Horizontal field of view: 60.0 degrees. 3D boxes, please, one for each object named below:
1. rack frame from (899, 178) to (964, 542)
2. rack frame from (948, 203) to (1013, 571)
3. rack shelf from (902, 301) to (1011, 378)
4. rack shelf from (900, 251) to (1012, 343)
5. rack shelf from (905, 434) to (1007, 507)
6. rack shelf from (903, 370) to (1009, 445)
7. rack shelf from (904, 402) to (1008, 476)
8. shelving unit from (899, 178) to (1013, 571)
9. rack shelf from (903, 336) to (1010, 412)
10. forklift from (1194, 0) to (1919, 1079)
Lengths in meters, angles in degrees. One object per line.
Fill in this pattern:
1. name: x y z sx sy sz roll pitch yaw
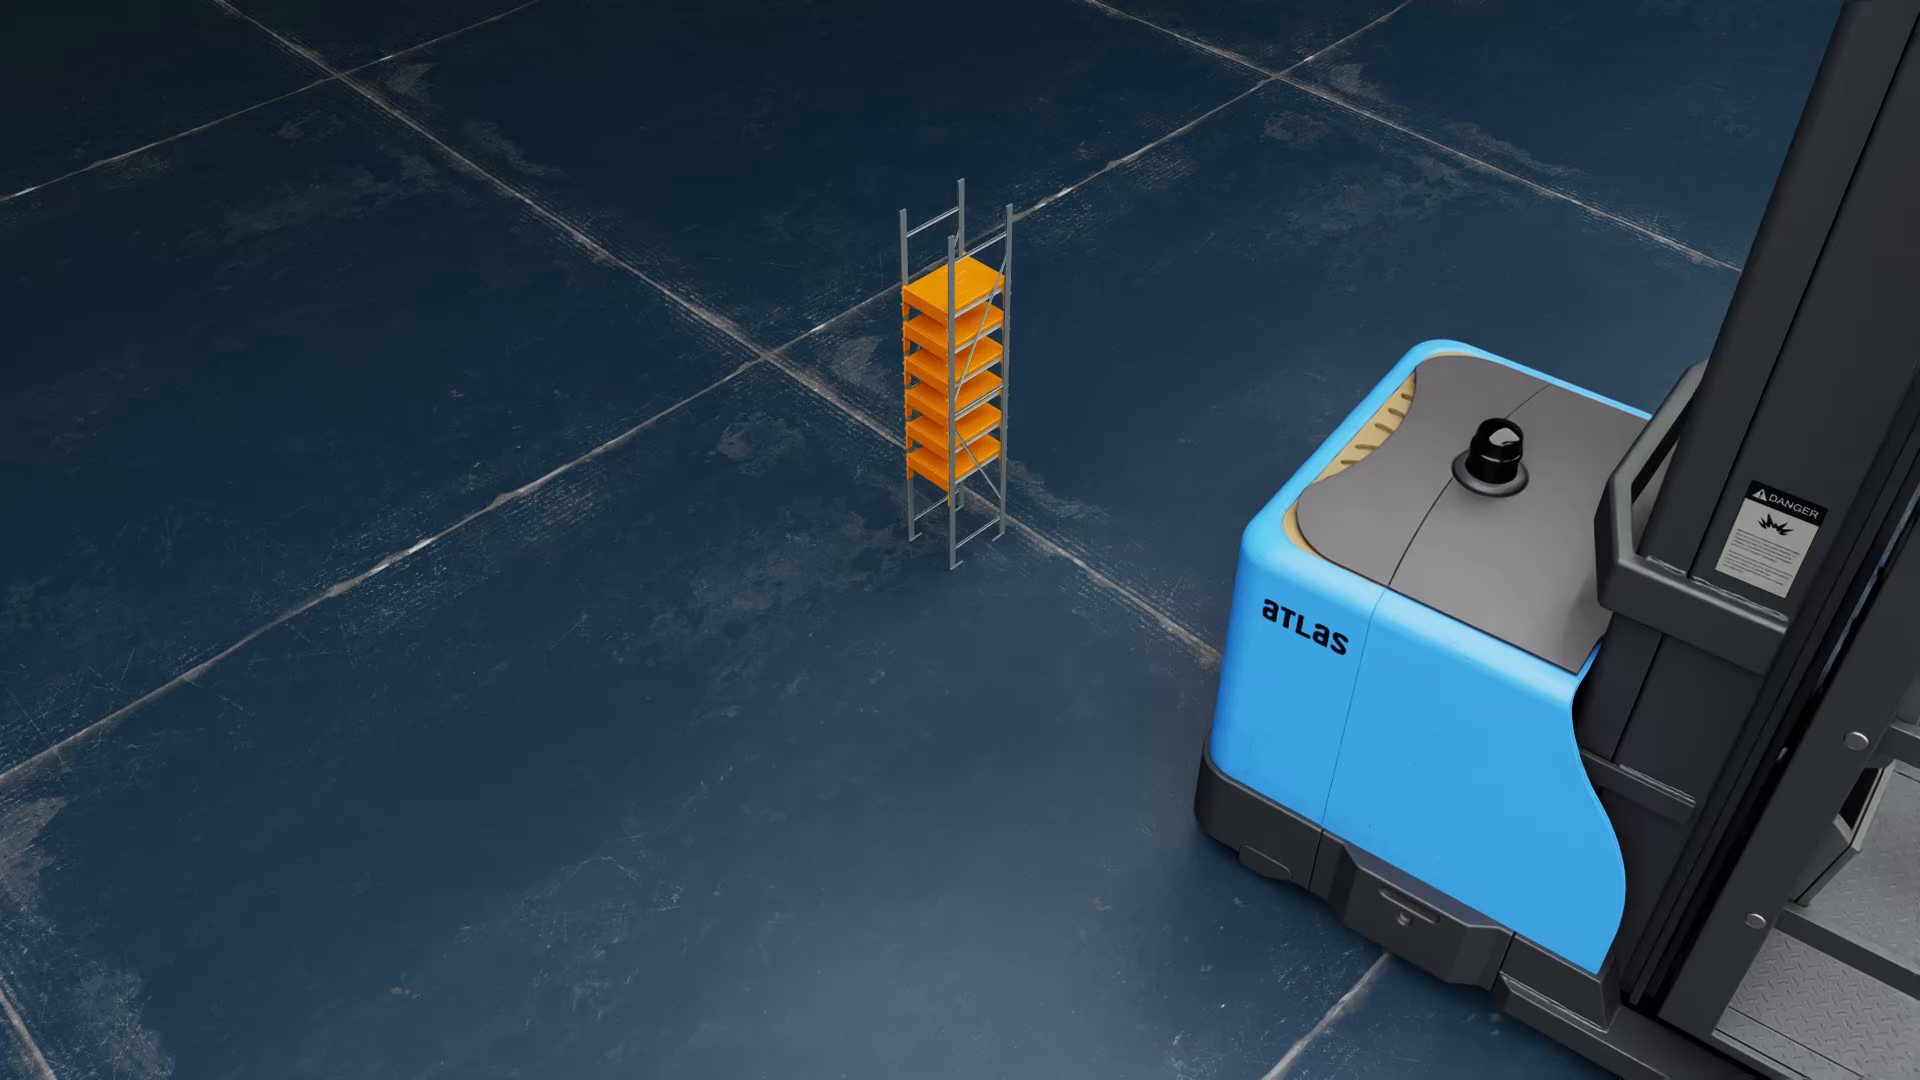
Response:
1. rack frame: -0.075 -0.492 4.898 0.240 1.200 0.006 -34 53 -31
2. rack frame: 0.054 -0.404 4.803 0.240 1.200 0.006 -34 53 -31
3. rack shelf: -0.010 -0.591 4.718 0.258 0.103 0.180 -34 53 -31
4. rack shelf: -0.010 -0.679 4.636 0.258 0.103 0.180 -34 53 -31
5. rack shelf: -0.010 -0.239 5.043 0.258 0.103 0.180 -34 53 -31
6. rack shelf: -0.010 -0.415 4.880 0.258 0.103 0.180 -34 53 -31
7. rack shelf: -0.010 -0.327 4.962 0.258 0.103 0.180 -34 53 -31
8. shelving unit: -0.010 -0.448 4.850 0.258 1.200 0.189 -34 53 -31
9. rack shelf: -0.010 -0.503 4.799 0.258 0.103 0.180 -34 53 -31
10. forklift: 2.099 0.037 3.050 3.031 2.935 1.130 27 49 26
